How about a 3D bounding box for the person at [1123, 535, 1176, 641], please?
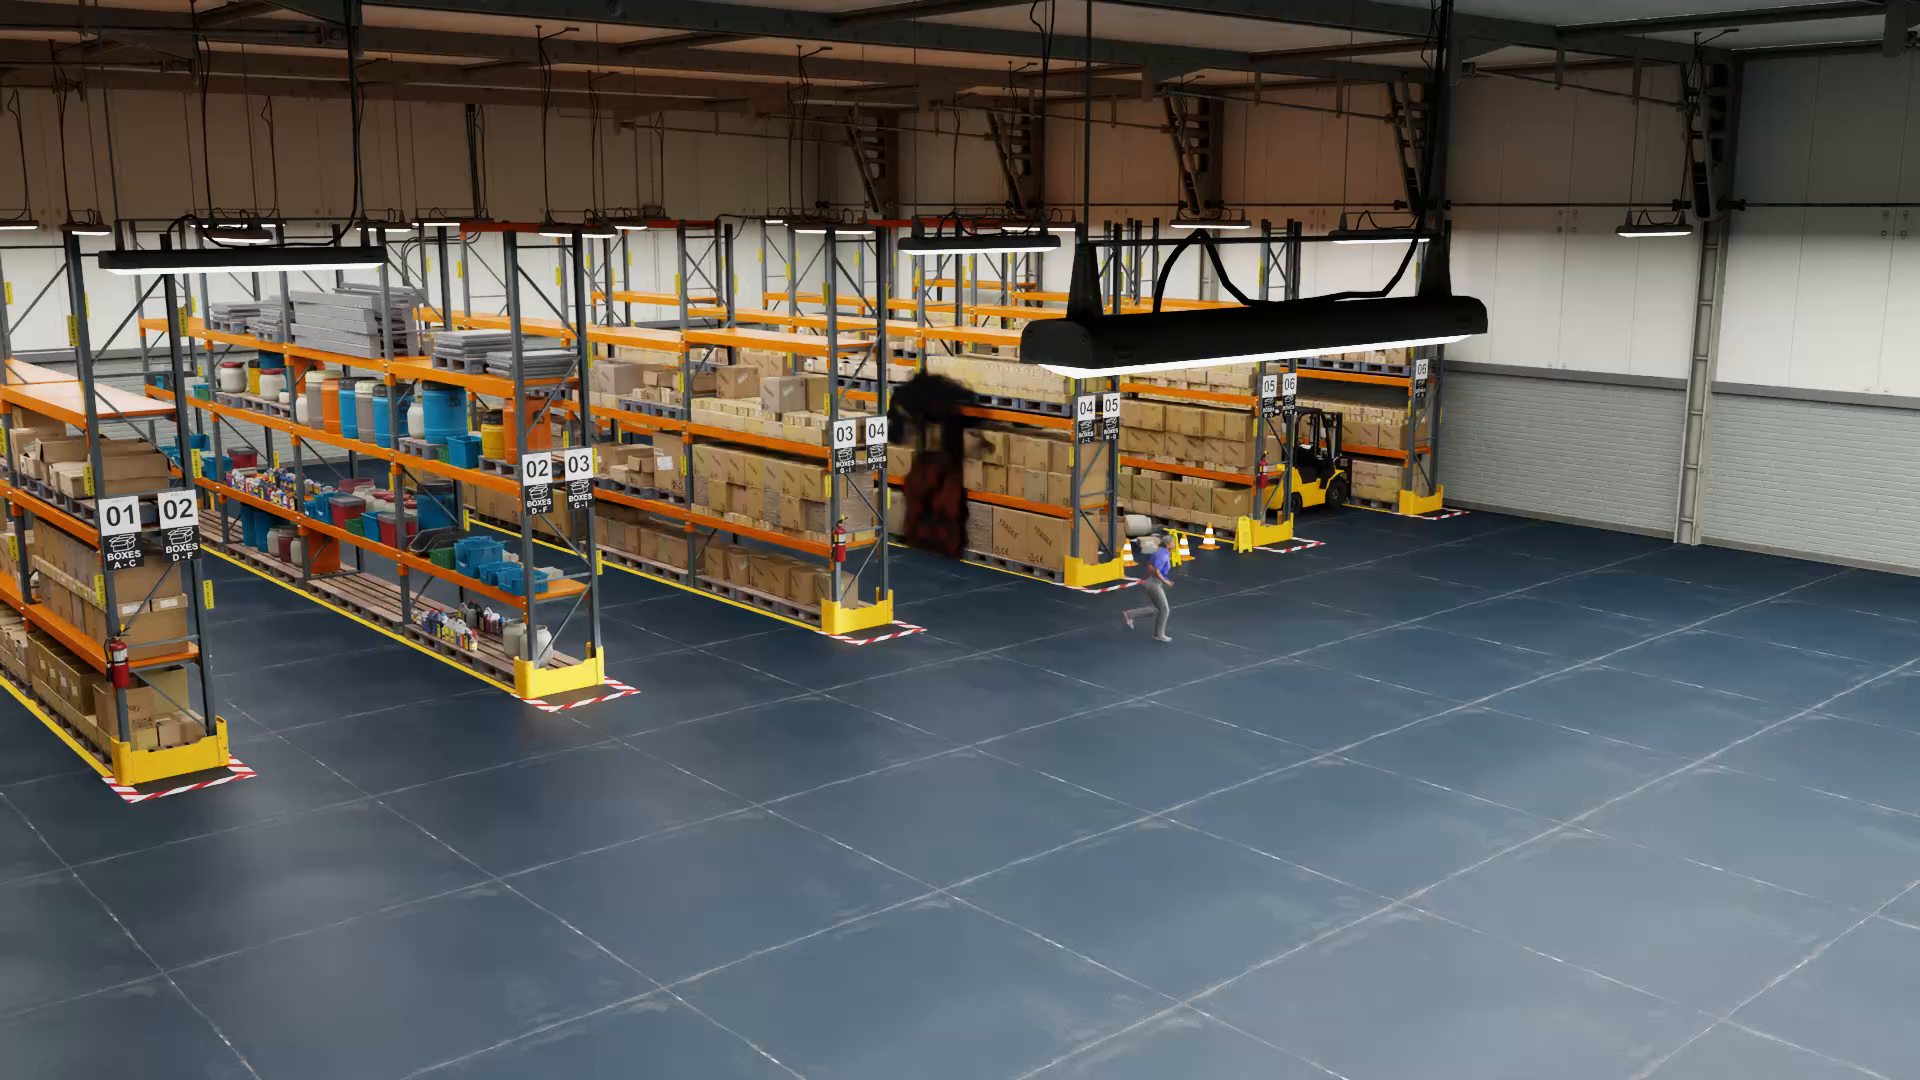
[{"bbox_3d":[2.783,0.762,24.400,0.737,1.500,0.561,1,11,7],"label":"person"}]
